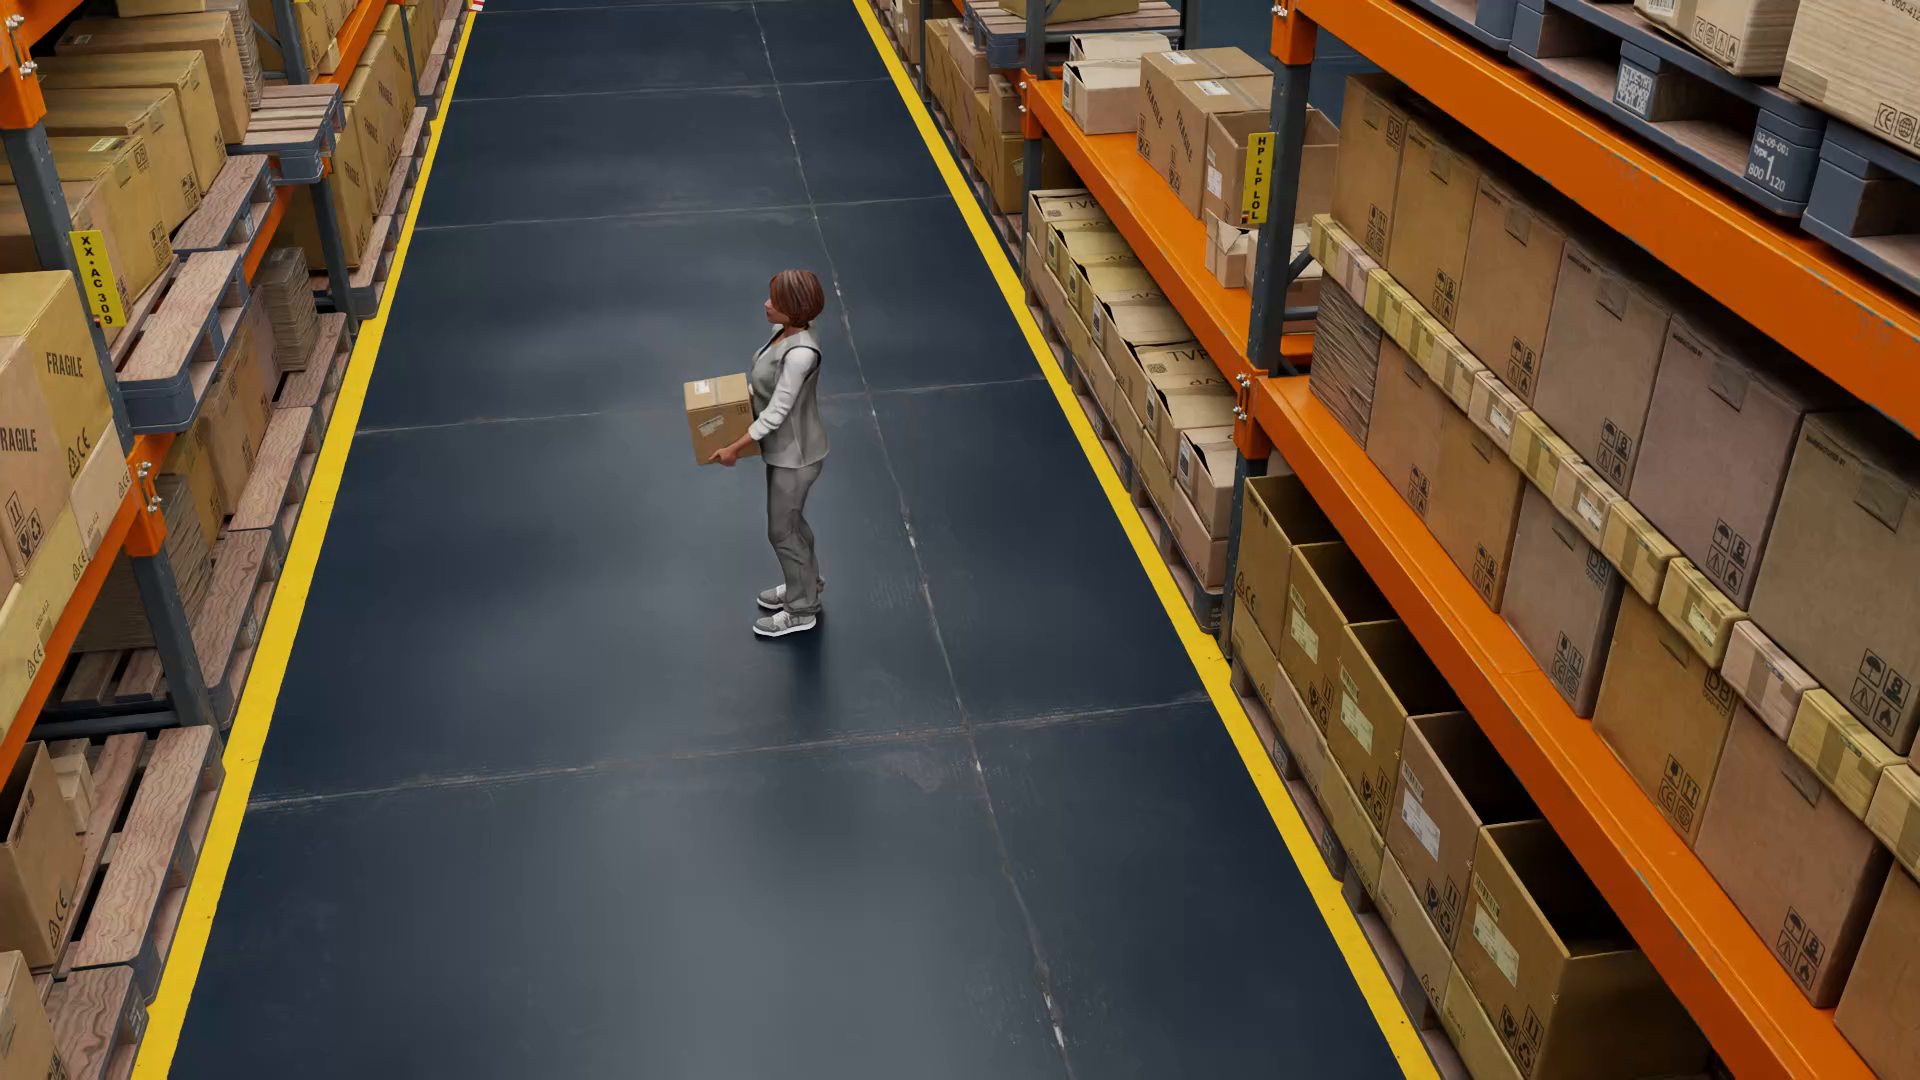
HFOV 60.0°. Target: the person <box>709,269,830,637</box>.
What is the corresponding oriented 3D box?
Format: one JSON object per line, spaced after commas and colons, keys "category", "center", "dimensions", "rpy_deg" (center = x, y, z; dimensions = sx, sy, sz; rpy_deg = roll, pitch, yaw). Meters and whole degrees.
{"category": "person", "center": [-0.767, -0.342, 6.715], "dimensions": [0.491, 1.588, 0.408], "rpy_deg": [-5, 32, -9]}
